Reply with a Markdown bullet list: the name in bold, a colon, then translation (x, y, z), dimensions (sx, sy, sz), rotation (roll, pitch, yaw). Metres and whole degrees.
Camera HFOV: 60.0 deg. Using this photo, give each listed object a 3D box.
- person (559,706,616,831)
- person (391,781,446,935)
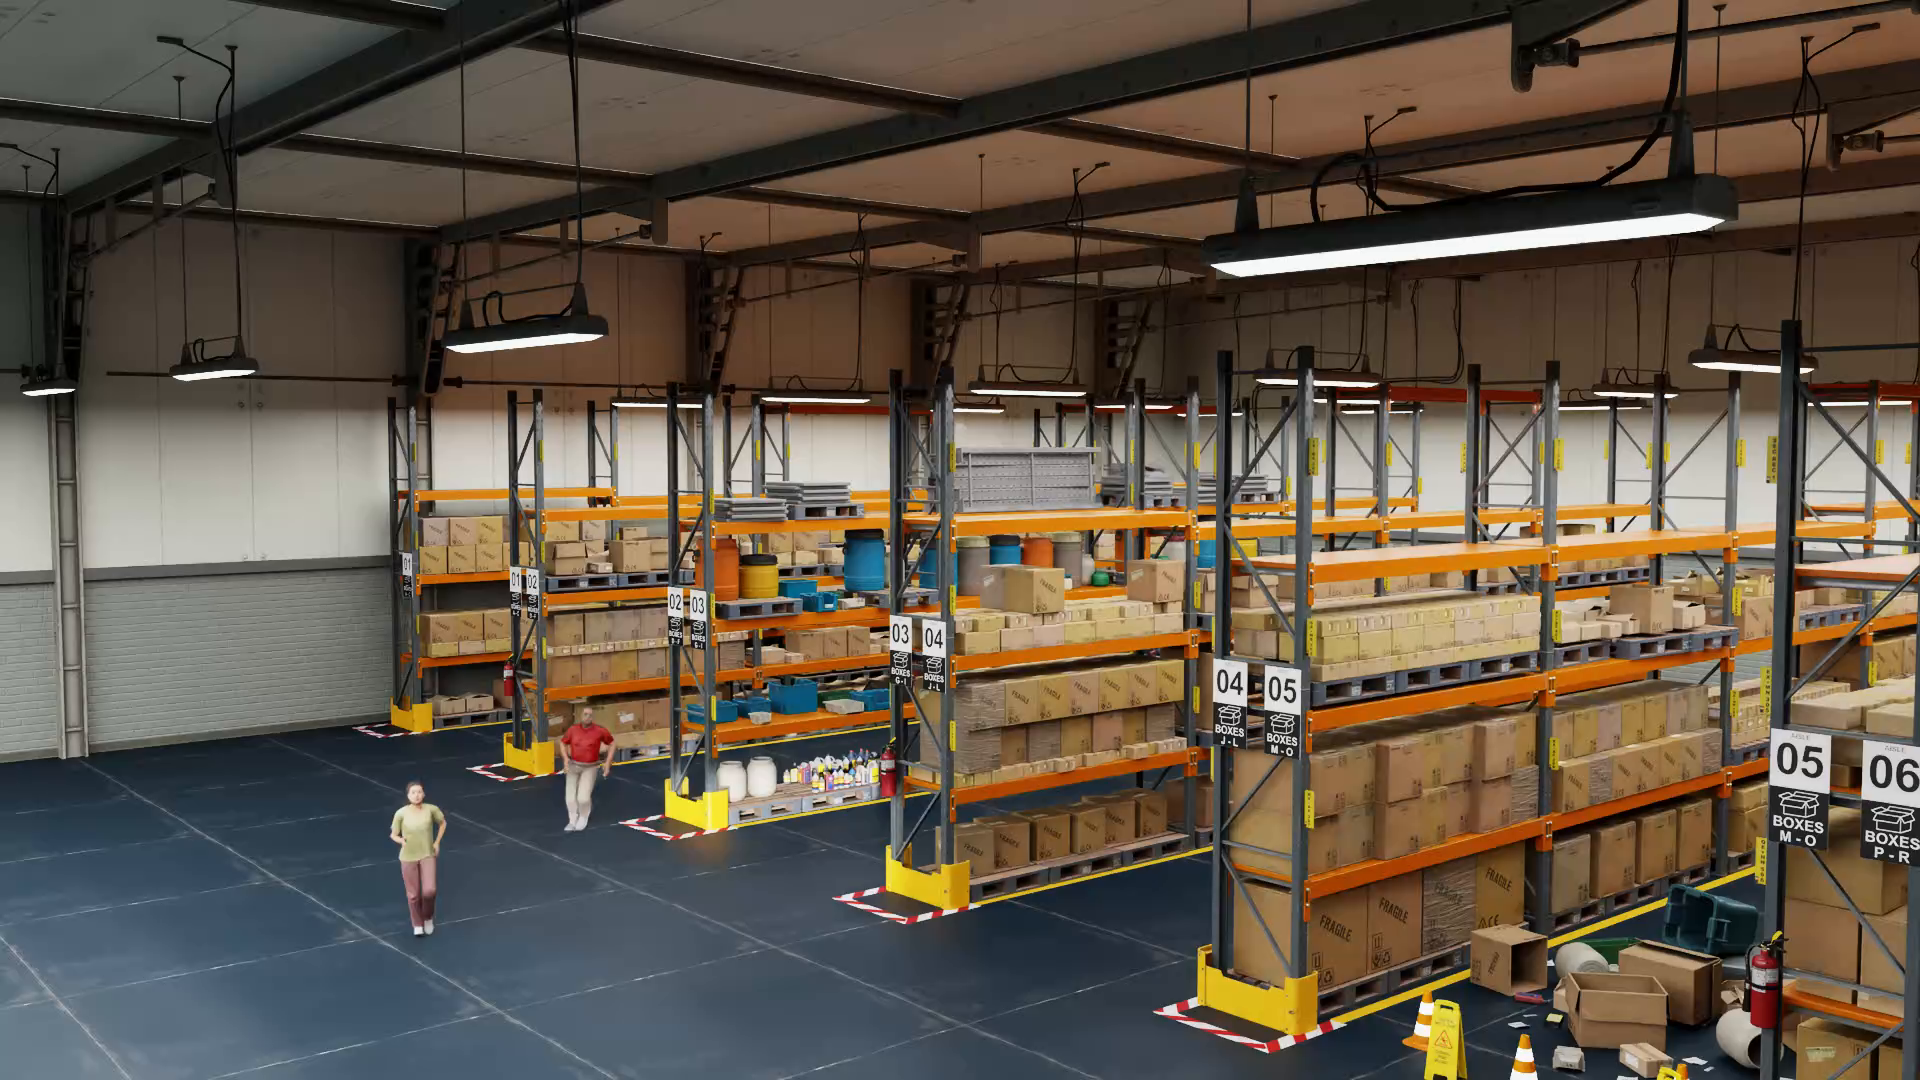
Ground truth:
- **person**: translation (-4.957, 3.037, 21.975), dimensions (0.711, 1.668, 0.572), rotation (0, 3, 4)
- **person**: translation (-5.626, 3.322, 17.297), dimensions (0.559, 1.629, 0.583), rotation (-1, 3, -18)
